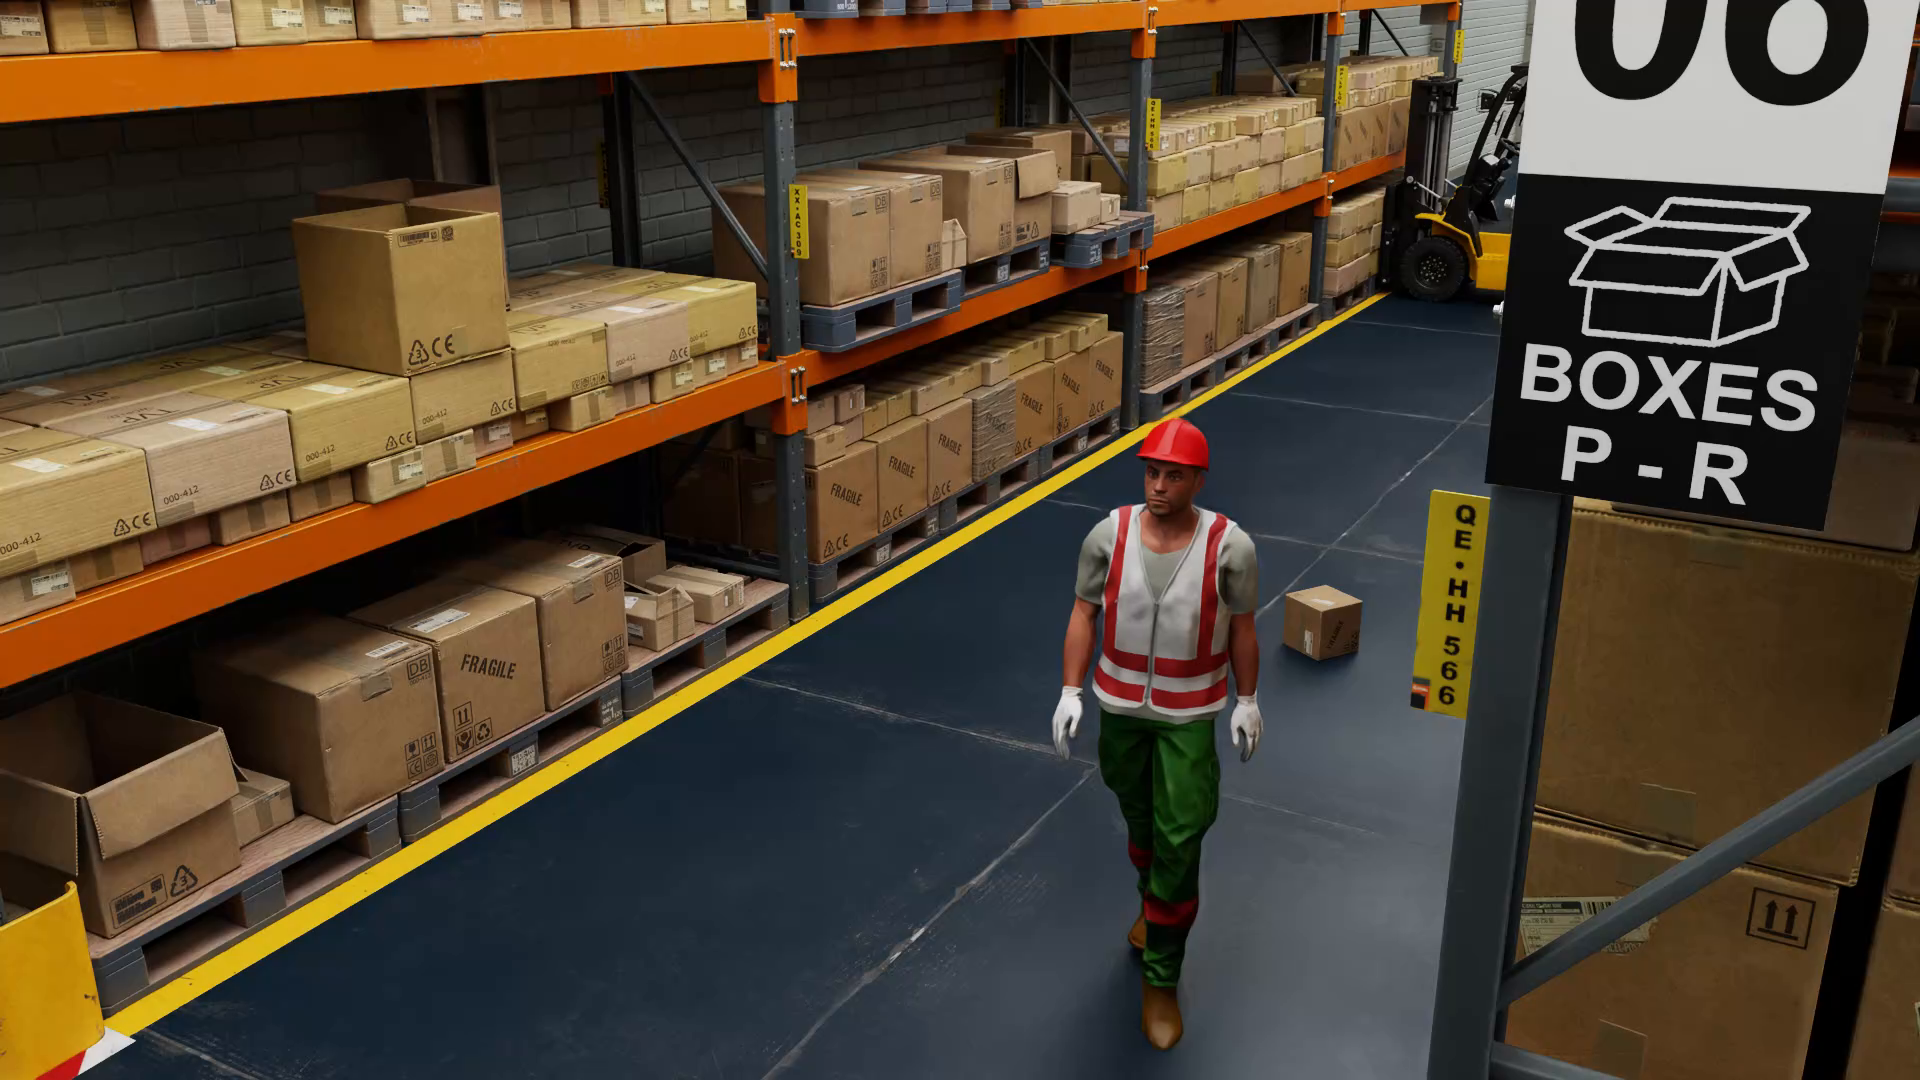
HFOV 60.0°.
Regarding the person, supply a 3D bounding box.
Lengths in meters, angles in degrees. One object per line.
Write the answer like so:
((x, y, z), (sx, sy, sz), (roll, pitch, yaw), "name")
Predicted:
((0.584, 0.548, 4.980), (0.591, 1.833, 0.704), (7, 21, 20), "person")
